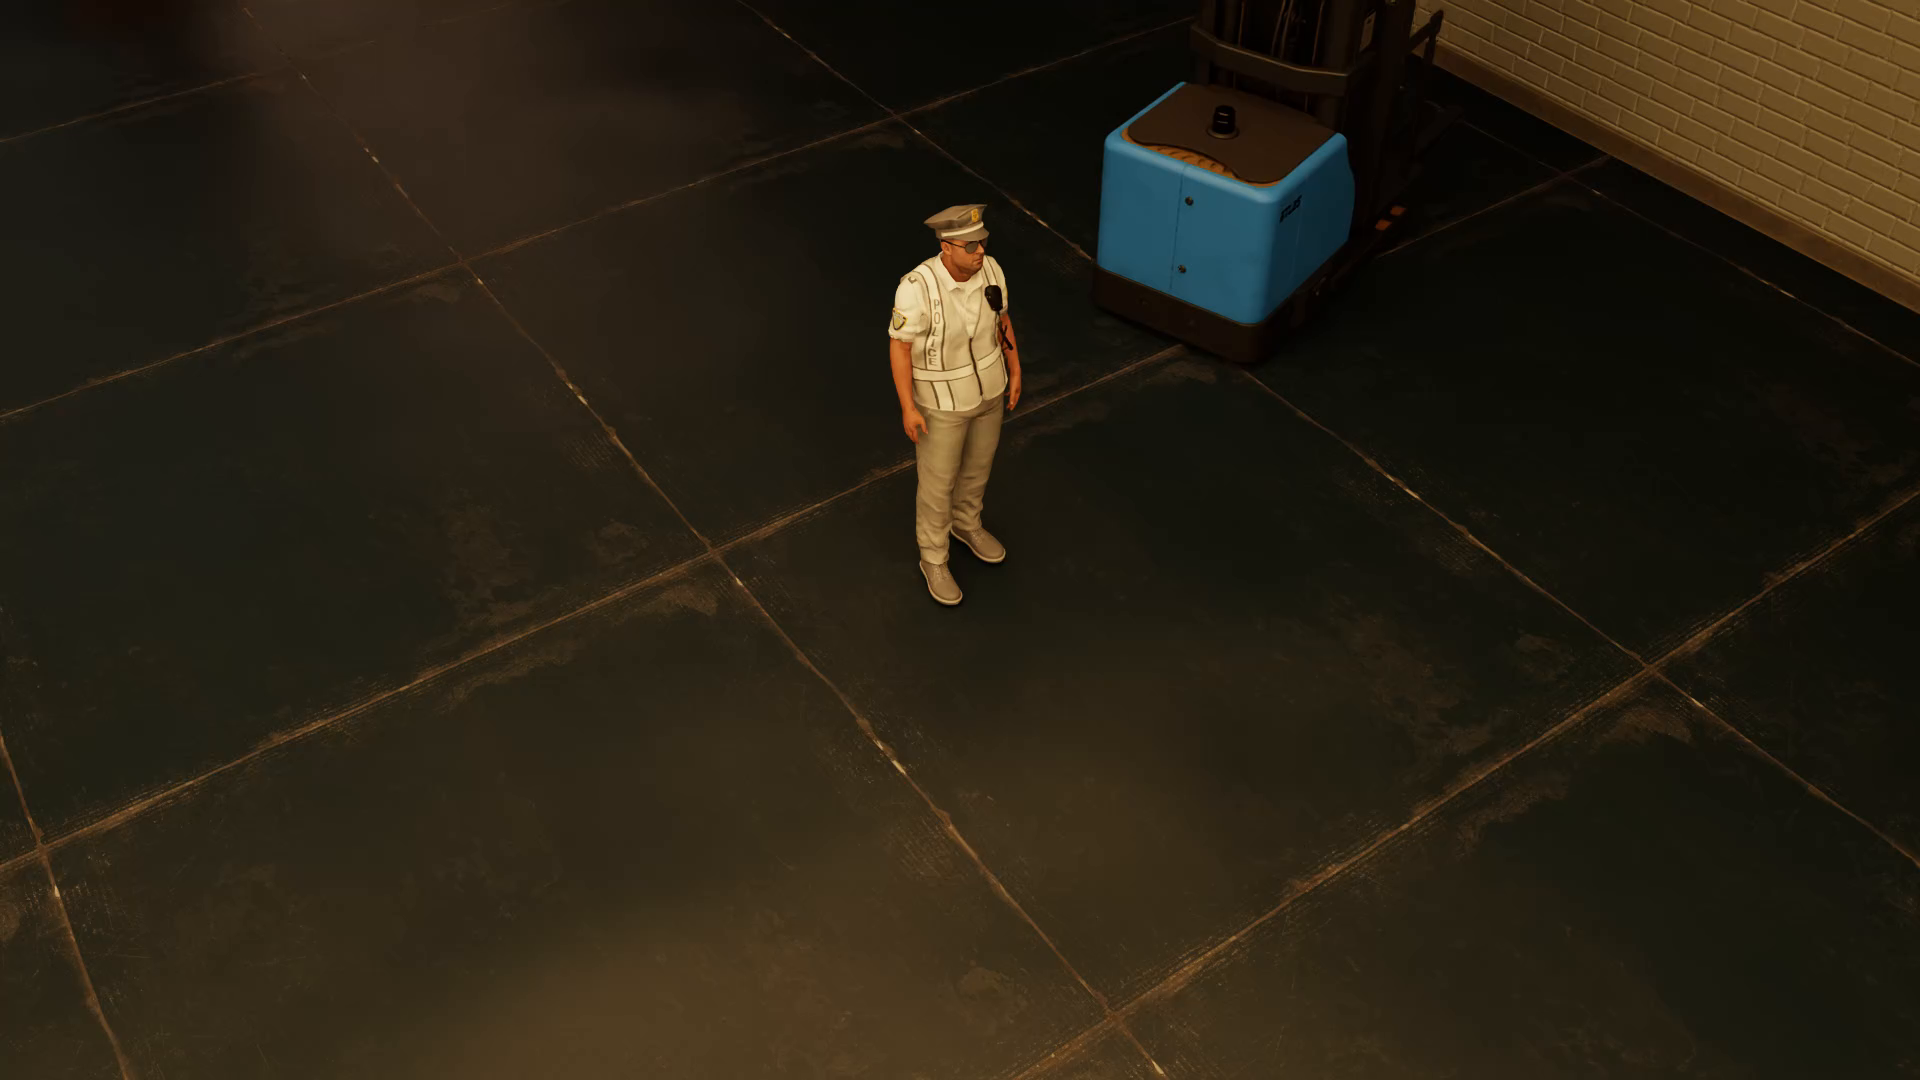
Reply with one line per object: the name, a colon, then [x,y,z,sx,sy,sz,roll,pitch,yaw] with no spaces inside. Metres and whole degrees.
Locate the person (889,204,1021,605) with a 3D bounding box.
person: [0.034,-0.613,7.218,0.640,1.781,0.575,-25,48,-25]

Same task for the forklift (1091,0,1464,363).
forklift: [2.014,-2.964,8.932,1.130,2.935,3.031,27,49,26]
